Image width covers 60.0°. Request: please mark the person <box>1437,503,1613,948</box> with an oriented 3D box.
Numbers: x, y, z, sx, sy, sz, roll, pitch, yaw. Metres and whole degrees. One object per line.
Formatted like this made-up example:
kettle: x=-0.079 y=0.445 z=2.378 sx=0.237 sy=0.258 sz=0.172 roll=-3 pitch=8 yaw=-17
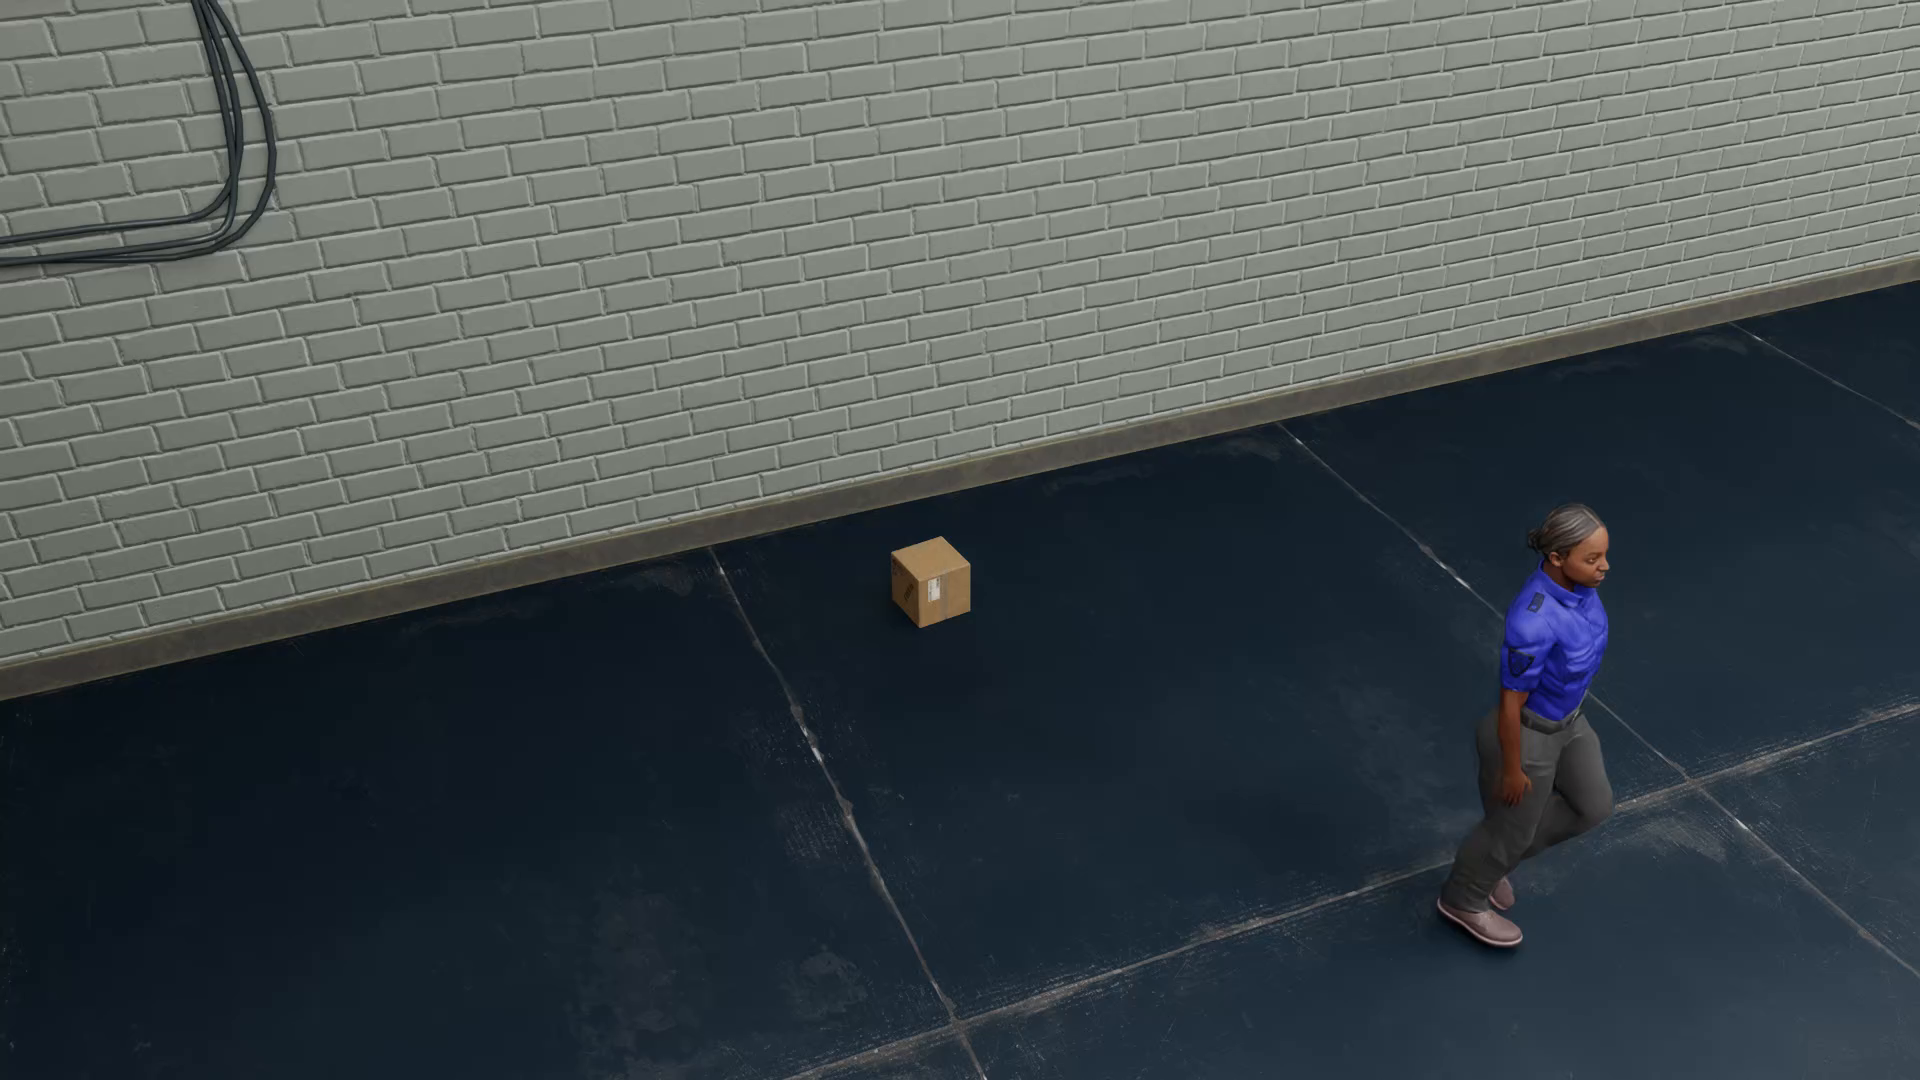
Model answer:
person: x=1.829 y=0.627 z=5.172 sx=0.417 sy=1.673 sz=0.481 roll=24 pitch=41 yaw=32
